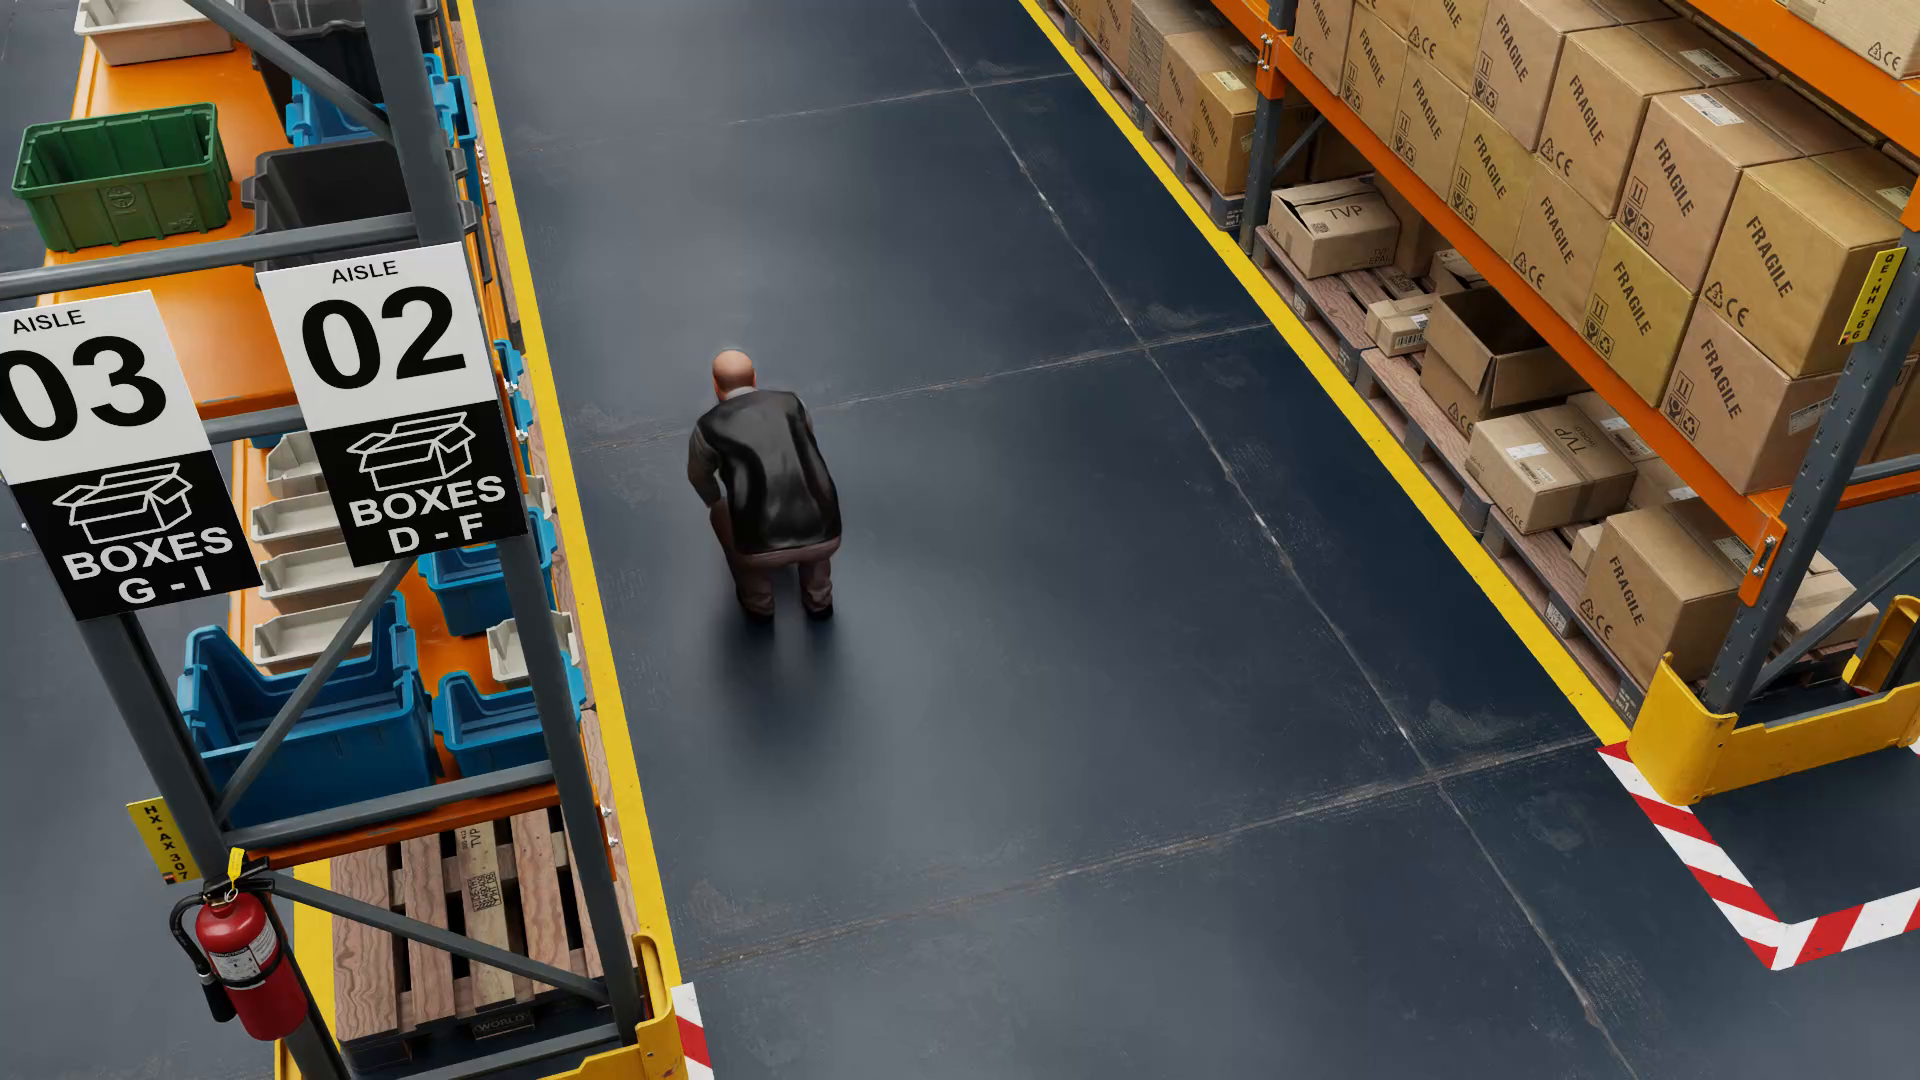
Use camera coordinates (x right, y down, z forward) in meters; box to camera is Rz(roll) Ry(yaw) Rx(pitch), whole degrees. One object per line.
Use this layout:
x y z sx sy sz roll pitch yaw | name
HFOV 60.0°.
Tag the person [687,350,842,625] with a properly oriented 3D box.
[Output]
-0.809 -0.164 6.858 0.553 1.062 0.837 -12 43 -13 | person
